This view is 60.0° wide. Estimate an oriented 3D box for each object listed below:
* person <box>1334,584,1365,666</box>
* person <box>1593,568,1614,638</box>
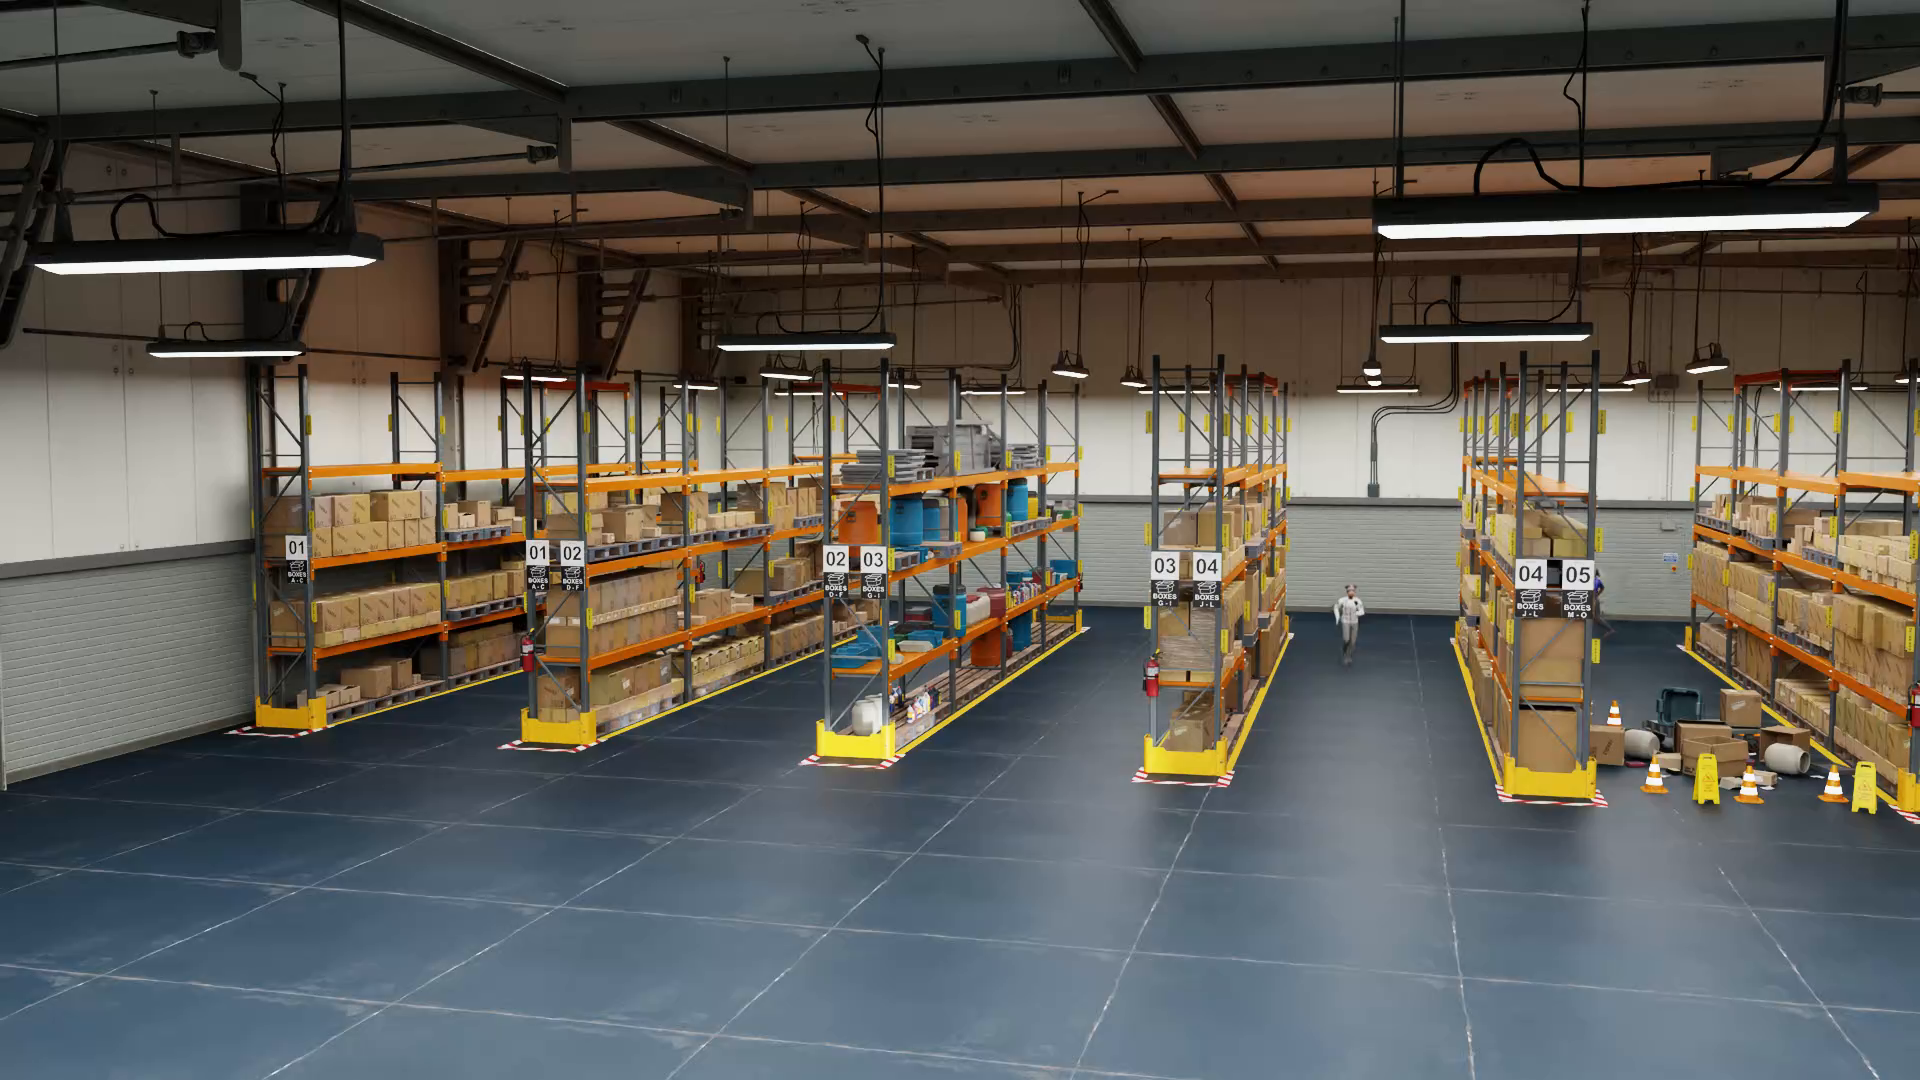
[{"bbox_3d":[8.126,1.774,34.666,0.580,1.710,0.694,0,4,3],"label":"person"},{"bbox_3d":[14.788,1.482,38.787,0.914,1.665,0.581,1,4,18],"label":"person"}]
